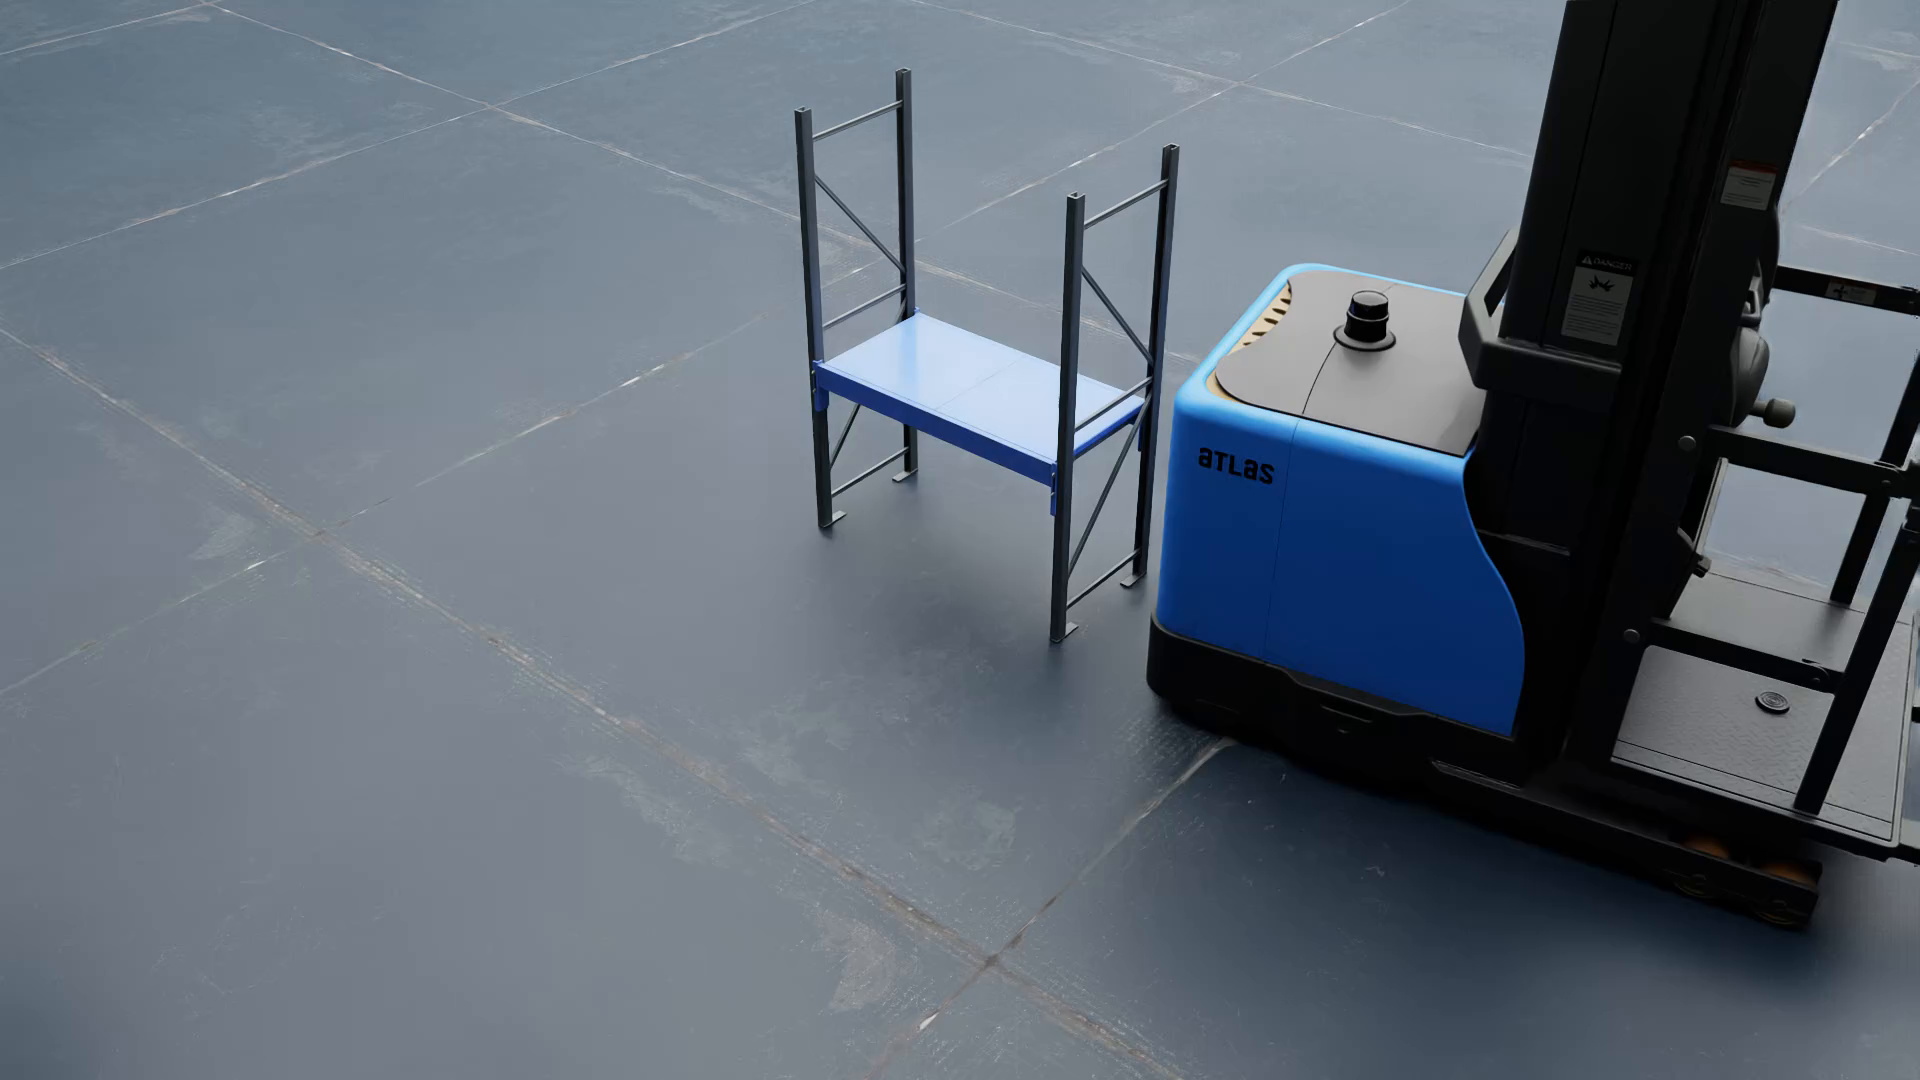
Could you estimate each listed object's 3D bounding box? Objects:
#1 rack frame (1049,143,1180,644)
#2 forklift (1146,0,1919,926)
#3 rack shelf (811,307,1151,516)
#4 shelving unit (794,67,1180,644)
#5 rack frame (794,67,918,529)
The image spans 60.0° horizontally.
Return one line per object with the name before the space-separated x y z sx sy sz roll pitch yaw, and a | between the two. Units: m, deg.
rack frame | 0.456 -0.403 5.012 0.032 1.500 0.500 25 42 32
forklift | 2.107 -0.561 3.978 3.031 2.935 1.130 17 38 23
rack shelf | 0.066 -0.439 5.382 1.000 0.185 0.538 25 42 32
shelving unit | 0.066 -0.587 5.280 1.048 1.500 0.538 25 42 32
rack frame | -0.325 -0.771 5.549 0.032 1.500 0.500 25 42 32
